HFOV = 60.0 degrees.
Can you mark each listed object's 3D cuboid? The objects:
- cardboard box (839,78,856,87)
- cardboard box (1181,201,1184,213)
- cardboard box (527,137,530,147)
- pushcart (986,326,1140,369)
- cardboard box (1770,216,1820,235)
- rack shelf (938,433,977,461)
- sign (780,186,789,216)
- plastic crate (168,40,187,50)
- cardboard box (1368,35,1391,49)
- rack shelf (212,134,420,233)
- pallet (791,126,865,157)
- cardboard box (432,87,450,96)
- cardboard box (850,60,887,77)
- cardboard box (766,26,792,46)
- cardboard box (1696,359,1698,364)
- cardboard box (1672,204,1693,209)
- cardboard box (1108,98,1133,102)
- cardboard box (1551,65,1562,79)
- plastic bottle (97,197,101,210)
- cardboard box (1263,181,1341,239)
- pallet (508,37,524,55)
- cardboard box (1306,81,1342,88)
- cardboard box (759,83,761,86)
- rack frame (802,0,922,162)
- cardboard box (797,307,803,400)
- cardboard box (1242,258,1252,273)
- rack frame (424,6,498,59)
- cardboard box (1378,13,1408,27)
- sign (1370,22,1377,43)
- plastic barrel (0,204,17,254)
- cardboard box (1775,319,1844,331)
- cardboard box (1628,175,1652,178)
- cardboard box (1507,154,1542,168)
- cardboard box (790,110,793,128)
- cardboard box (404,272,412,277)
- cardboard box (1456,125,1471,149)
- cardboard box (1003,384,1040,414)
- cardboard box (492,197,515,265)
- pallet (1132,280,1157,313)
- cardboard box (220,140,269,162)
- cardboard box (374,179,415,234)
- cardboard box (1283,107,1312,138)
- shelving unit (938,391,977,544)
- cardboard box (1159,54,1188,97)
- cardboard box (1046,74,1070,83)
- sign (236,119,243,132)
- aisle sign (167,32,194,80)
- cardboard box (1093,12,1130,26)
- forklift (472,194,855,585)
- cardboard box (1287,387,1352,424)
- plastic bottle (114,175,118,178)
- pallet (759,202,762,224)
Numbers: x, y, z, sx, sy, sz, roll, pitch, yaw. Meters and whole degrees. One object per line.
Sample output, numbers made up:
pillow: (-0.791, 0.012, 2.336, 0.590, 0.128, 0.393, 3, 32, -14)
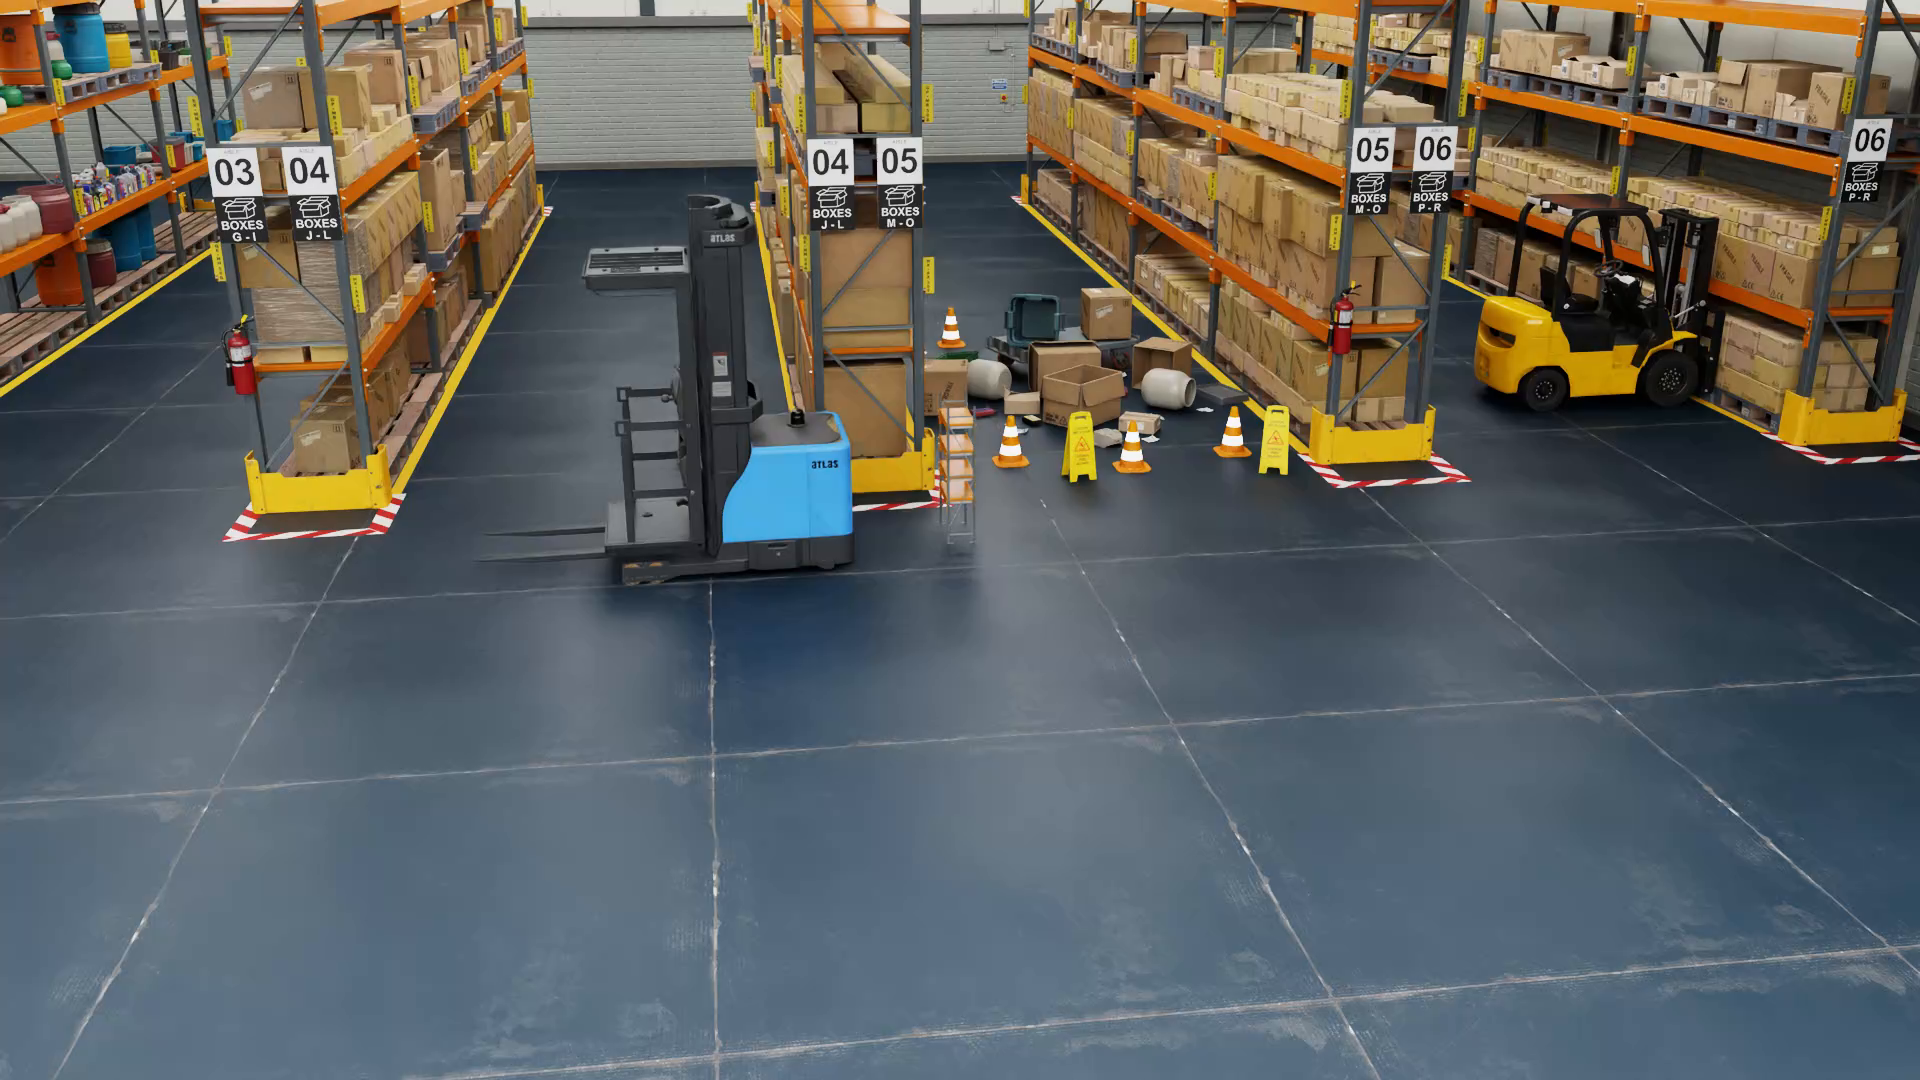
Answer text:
cardboard box: (-0.942, -4.509, 16.761, 0.500, 0.250, 0.500, -3, 21, -8)
cardboard box: (2.994, -4.179, 20.877, 0.380, 0.149, 0.250, -3, 21, -8)
cardboard box: (-7.611, -6.835, 28.589, 0.380, 0.149, 0.250, -3, 21, -8)
pushcart: (1.225, -2.221, 19.624, 1.648, 0.377, 0.936, -11, 23, -26)
cardboard box: (8.571, -3.225, 17.069, 0.380, 0.149, 0.250, -2, 21, -7)
rack shelf: (-0.024, -0.766, 14.105, 0.258, 0.148, 0.480, -3, 21, -8)
sign: (-1.945, -3.772, 18.486, 0.100, 0.325, 0.005, -3, 21, -8)
plastic crate: (-13.184, -8.184, 27.740, 0.497, 0.269, 0.590, -3, 21, -8)
cardboard box: (6.915, -8.232, 27.472, 0.500, 0.250, 0.500, -3, 21, -8)
rack shelf: (-6.044, -3.458, 15.928, 1.077, 0.370, 4.000, -3, 21, -8)
pallet: (-1.129, -3.956, 16.359, 1.003, 0.211, 1.213, -3, 21, -8)
cardboard box: (-6.443, -5.305, 20.059, 0.500, 0.250, 0.500, -2, 21, -6)
cardboard box: (-0.934, -4.830, 17.051, 0.380, 0.149, 0.250, -3, 21, -7)
cardboard box: (-2.507, -7.064, 23.318, 0.396, 0.266, 0.258, -3, 21, -8)
cardboard box: (8.359, -2.029, 18.691, 0.500, 0.250, 0.500, -2, 21, -6)
cardboard box: (8.274, -3.702, 18.771, 0.380, 0.149, 0.250, -3, 21, -8)
cardboard box: (2.634, -6.725, 26.363, 0.500, 0.500, 0.500, -2, 21, -6)
cardboard box: (7.815, -5.997, 21.314, 0.380, 0.149, 0.250, -3, 21, -8)
plastic bottle: (-11.628, -4.538, 22.363, 0.097, 0.201, 0.097, 0, 20, 0)
cardboard box: (3.520, -3.364, 16.940, 0.700, 0.500, 0.500, -3, 21, -8)
pallet: (-7.945, -8.344, 28.109, 1.003, 0.211, 1.213, -3, 21, -8)
cardboard box: (3.901, -4.784, 17.671, 0.380, 0.149, 0.250, -3, 21, -9)
cardboard box: (-3.038, -7.227, 27.283, 0.500, 0.500, 0.500, -2, 21, -6)
rack frame: (-0.833, -4.723, 13.999, 1.000, 3.000, 0.127, -3, 21, -8)
cardboard box: (-1.255, -1.965, 17.628, 0.875, 0.875, 0.875, -3, 21, -7)
cardboard box: (3.359, -3.076, 18.525, 0.380, 0.149, 0.250, -2, 21, -6)
rack frame: (-7.486, -8.662, 24.547, 1.000, 3.000, 0.127, -3, 21, -8)
cardboard box: (6.930, -8.346, 26.586, 0.396, 0.266, 0.258, -3, 21, -8)
sign: (6.696, -8.221, 26.913, 0.100, 0.325, 0.005, -3, 21, -8)
plastic barrel: (-11.323, -3.642, 19.486, 0.433, 0.535, 0.433, 0, 20, 0)
cardboard box: (9.004, -2.174, 17.651, 0.500, 0.250, 0.500, -3, 21, -8)
cardboard box: (8.525, -4.499, 20.904, 0.380, 0.149, 0.250, -3, 21, -8)
cardboard box: (7.716, -5.174, 22.712, 0.380, 0.149, 0.250, -3, 21, -7)
cardboard box: (-1.474, -4.158, 16.392, 0.380, 0.149, 0.250, -3, 21, -7)
cardboard box: (-6.007, -2.728, 17.592, 0.380, 0.149, 0.250, -3, 21, -8)
cardboard box: (7.391, -6.019, 25.298, 0.797, 0.503, 0.637, -3, 21, -9)
cardboard box: (0.661, -1.514, 17.891, 0.396, 0.266, 0.258, 1, 20, 2)
cardboard box: (-7.244, -4.523, 24.476, 1.225, 0.875, 0.875, -4, 21, -10)
pallet: (3.009, -3.390, 22.991, 1.003, 0.211, 1.213, -3, 21, -8)
cardboard box: (-6.105, -3.299, 14.120, 0.380, 0.149, 0.250, -3, 21, -8)
cardboard box: (-5.922, -3.422, 17.093, 0.500, 0.500, 0.500, -3, 21, -8)
cardboard box: (3.559, -4.188, 16.645, 0.500, 0.250, 0.500, -2, 21, -6)
shelving unit: (-0.024, -0.619, 14.160, 0.258, 1.200, 0.503, -3, 21, -8)
cardboard box: (3.024, -6.090, 21.805, 0.700, 0.500, 0.500, -3, 21, -8)
cardboard box: (1.694, -7.969, 28.766, 0.380, 0.149, 0.250, -3, 21, -7)
sign: (-12.421, -7.097, 28.697, 0.100, 0.325, 0.005, -3, 21, -8)
aisle sign: (-13.268, -8.215, 28.208, 0.394, 0.787, 0.004, -3, 21, -8)
cardboard box: (2.444, -8.262, 26.876, 0.500, 0.500, 0.500, -3, 21, -7)
forklift: (-2.423, -1.211, 13.270, 3.031, 2.935, 1.130, -4, 21, -9)
cardboard box: (3.664, -1.380, 16.954, 0.500, 0.250, 0.500, -3, 21, -8)
plastic bottle: (-11.986, -5.061, 23.664, 0.097, 0.271, 0.097, 0, 20, 0)
pallet: (-3.046, -5.836, 29.541, 1.003, 0.211, 1.213, -3, 21, -8)
